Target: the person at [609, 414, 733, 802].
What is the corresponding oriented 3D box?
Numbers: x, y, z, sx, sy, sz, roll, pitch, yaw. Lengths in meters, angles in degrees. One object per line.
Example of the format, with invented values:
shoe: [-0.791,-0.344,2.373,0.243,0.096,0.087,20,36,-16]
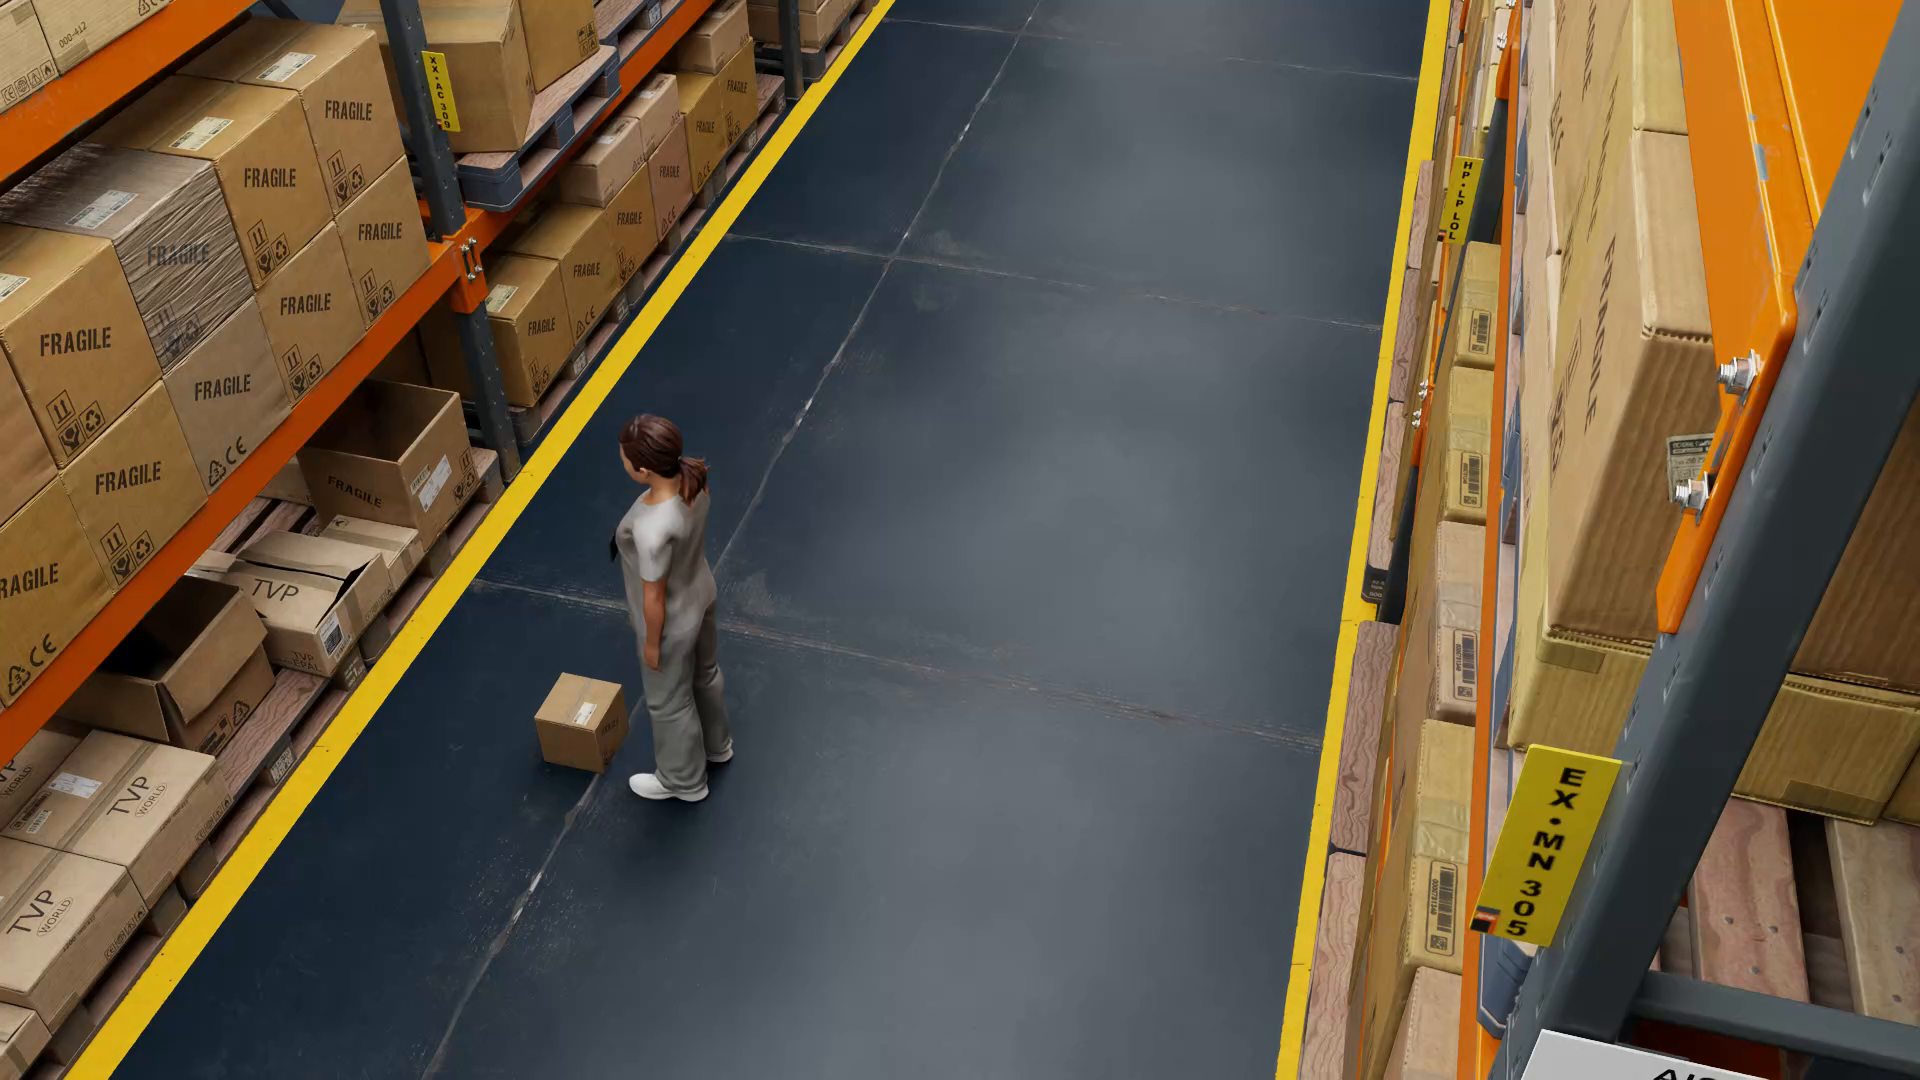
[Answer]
person: [-1.018,0.249,5.863,0.415,1.684,0.442,11,42,12]
